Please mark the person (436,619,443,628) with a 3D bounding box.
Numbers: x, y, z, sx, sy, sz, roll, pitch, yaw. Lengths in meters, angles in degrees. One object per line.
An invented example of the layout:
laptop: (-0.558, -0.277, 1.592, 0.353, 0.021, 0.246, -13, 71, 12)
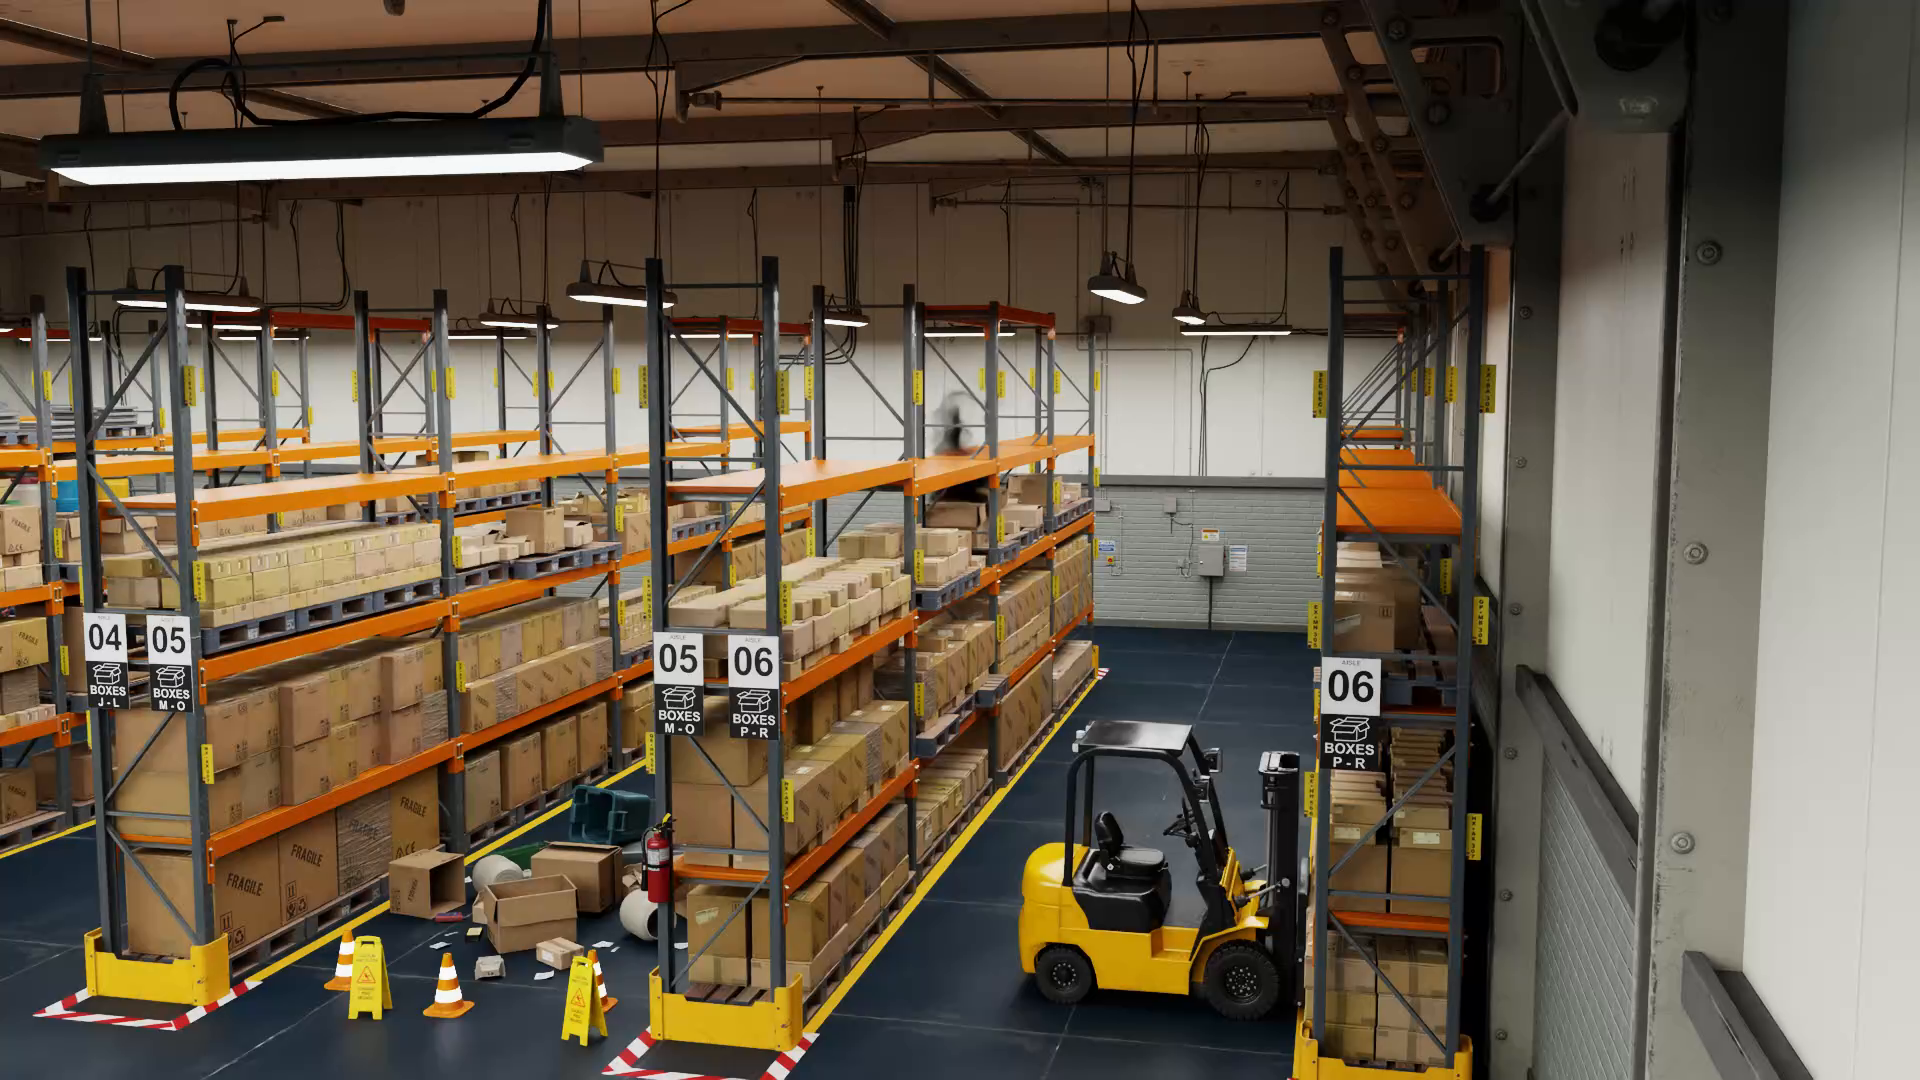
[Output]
person: (-7.450, 1.949, 24.050, 0.577, 1.625, 0.711, 1, 6, 6)
